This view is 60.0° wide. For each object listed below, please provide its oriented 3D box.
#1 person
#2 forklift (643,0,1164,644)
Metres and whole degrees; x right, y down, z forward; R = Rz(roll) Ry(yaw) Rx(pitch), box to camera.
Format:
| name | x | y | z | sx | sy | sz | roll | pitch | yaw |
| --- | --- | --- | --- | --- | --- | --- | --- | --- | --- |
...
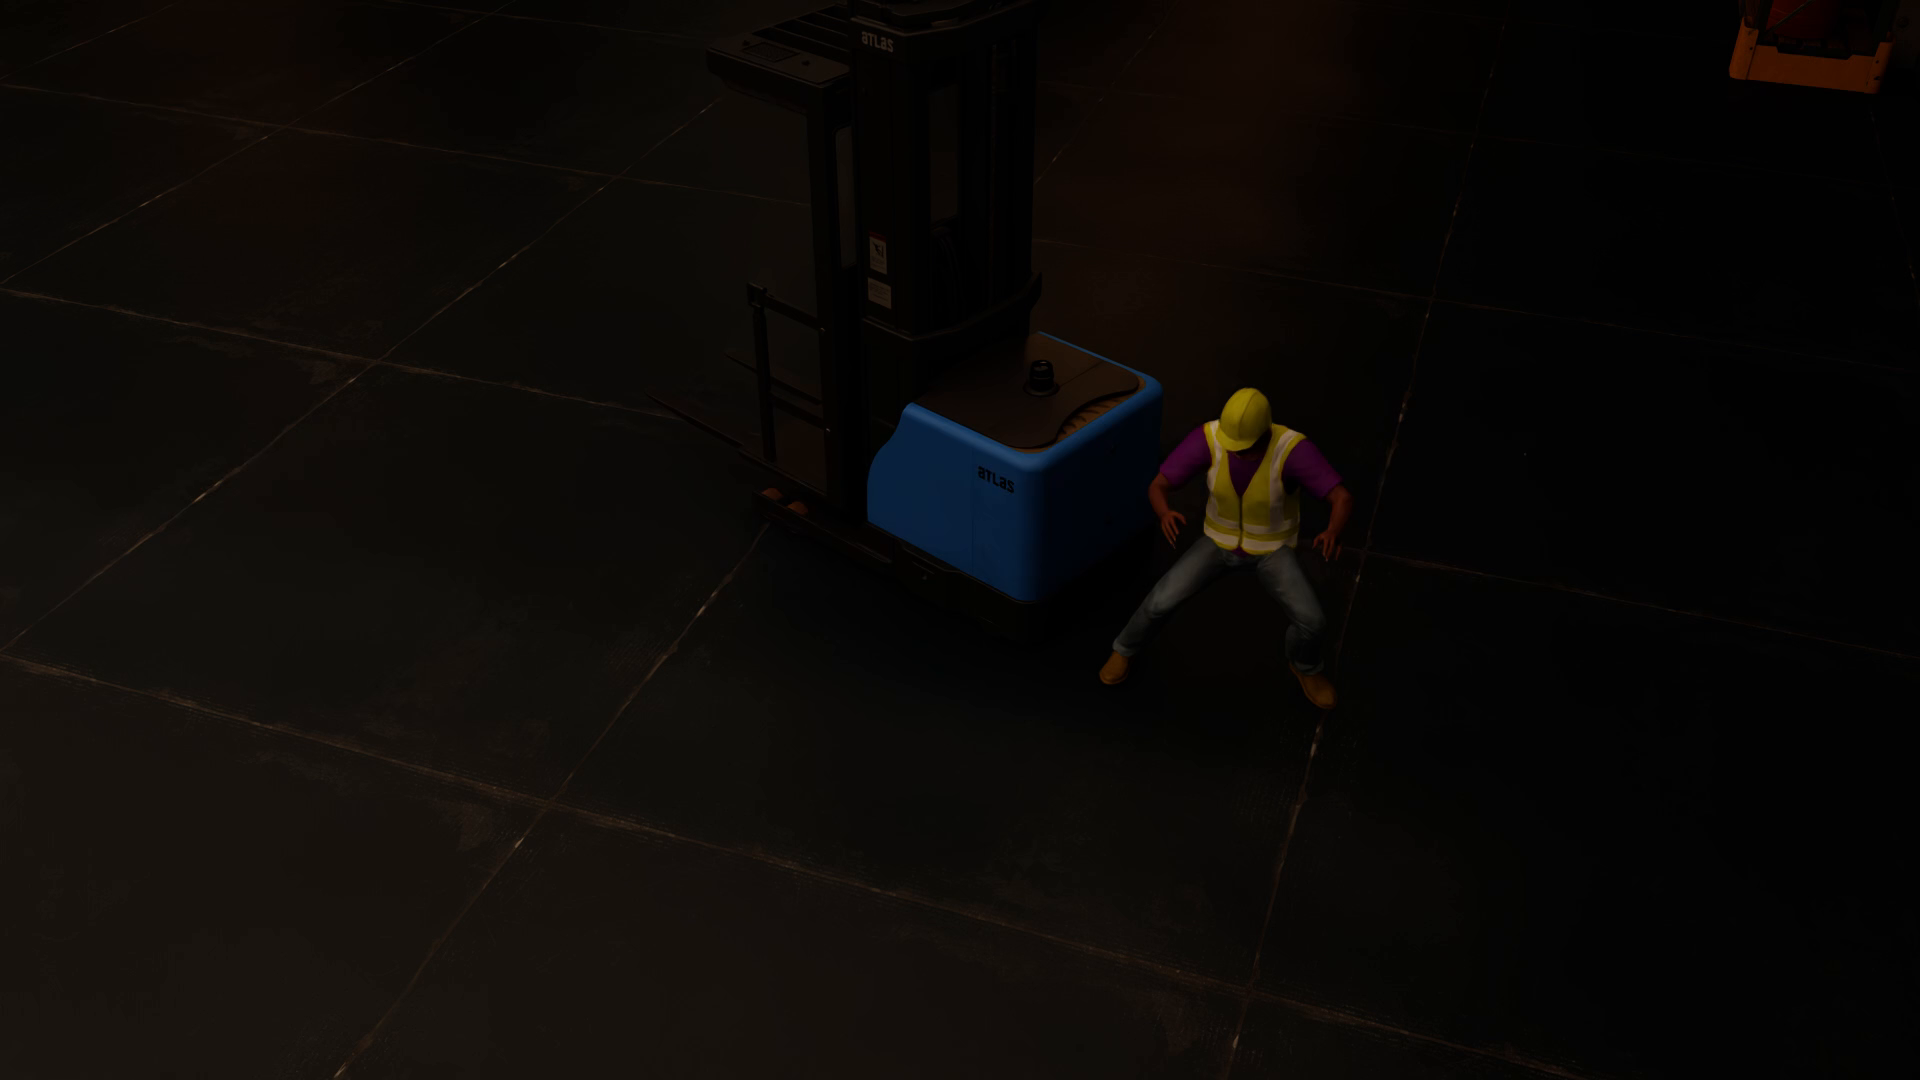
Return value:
| name | x | y | z | sx | sy | sz | roll | pitch | yaw |
| --- | --- | --- | --- | --- | --- | --- | --- | --- | --- |
| person | 1.208 | 0.050 | 7.264 | 1.061 | 1.524 | 0.744 | 16 | 38 | 21 |
| forklift | -0.455 | -1.431 | 8.129 | 3.031 | 2.935 | 1.130 | 27 | 44 | 33 |
